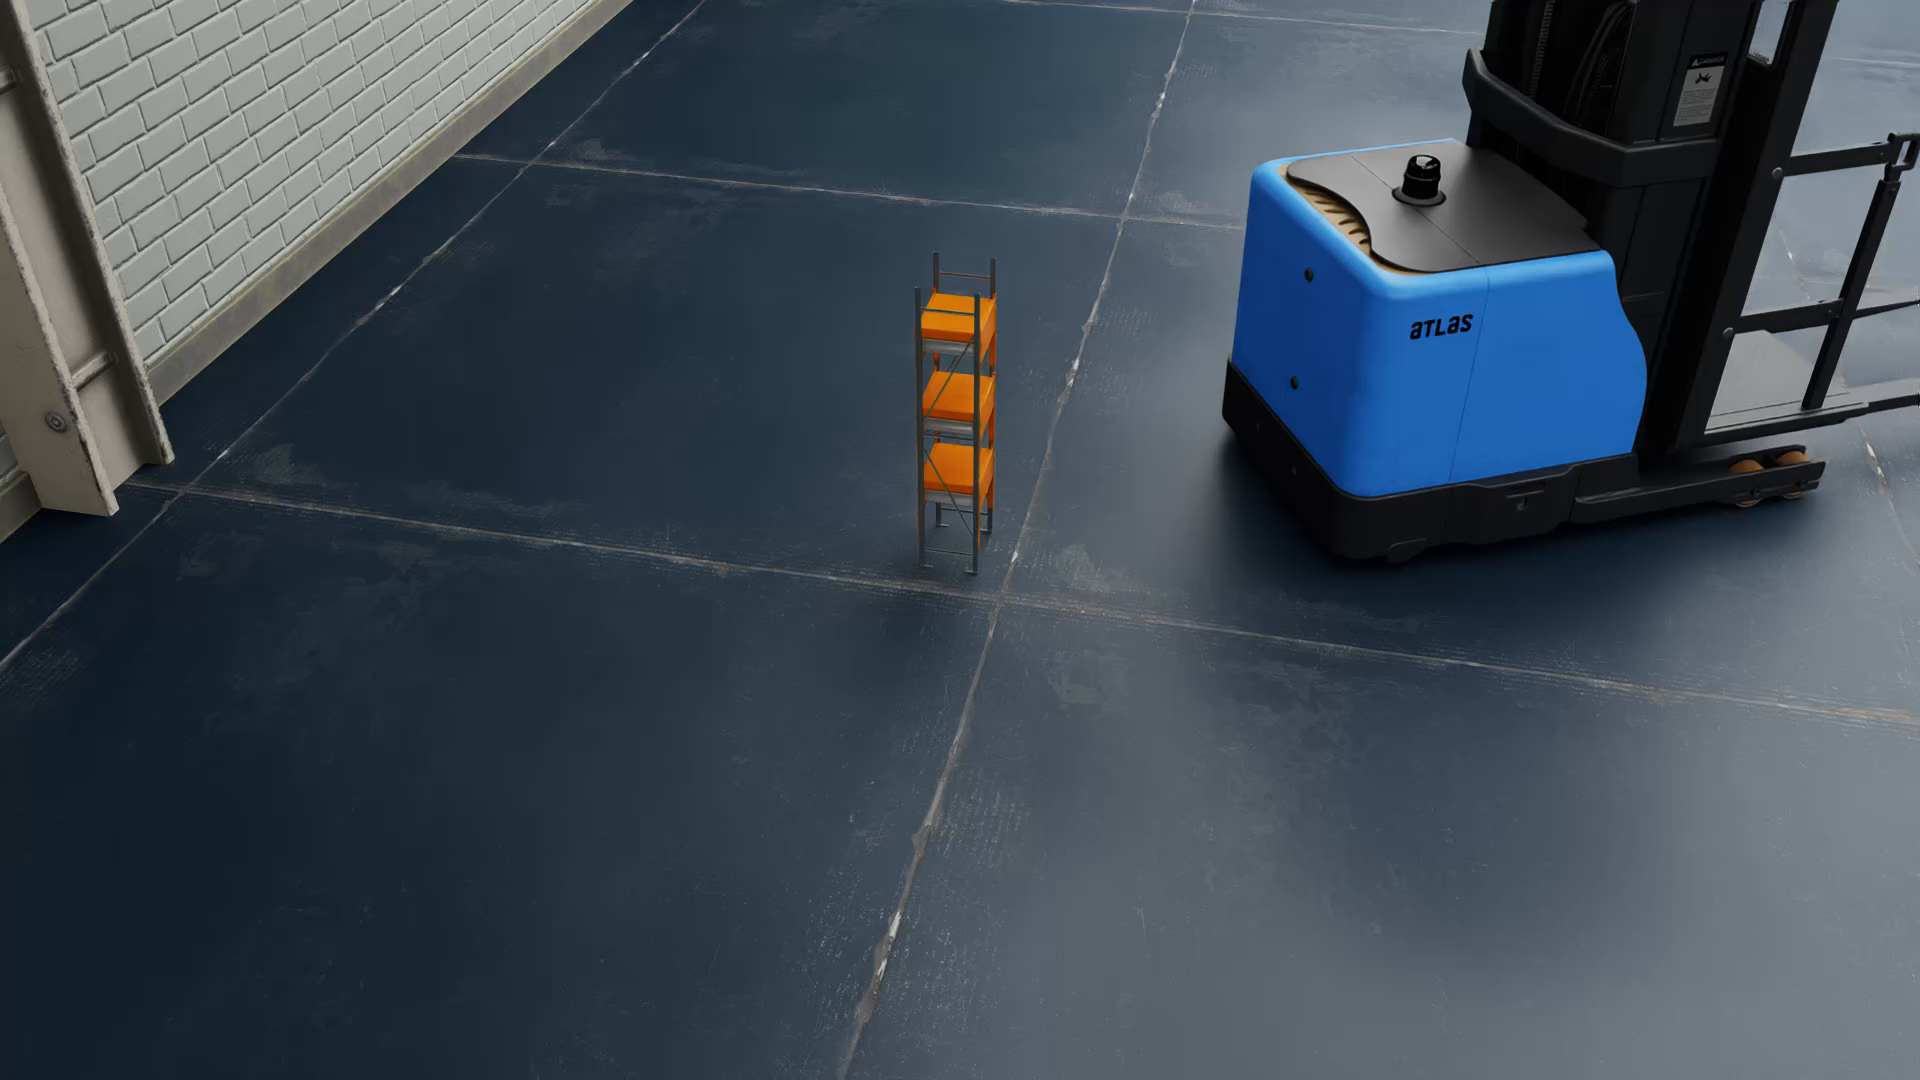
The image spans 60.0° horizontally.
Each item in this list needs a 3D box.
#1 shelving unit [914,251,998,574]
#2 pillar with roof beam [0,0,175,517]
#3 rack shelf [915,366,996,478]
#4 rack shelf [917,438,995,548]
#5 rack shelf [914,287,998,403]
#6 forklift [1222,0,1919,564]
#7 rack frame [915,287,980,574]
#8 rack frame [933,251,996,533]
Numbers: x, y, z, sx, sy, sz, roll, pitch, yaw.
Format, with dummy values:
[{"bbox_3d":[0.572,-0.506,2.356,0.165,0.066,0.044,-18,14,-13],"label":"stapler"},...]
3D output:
[{"bbox_3d":[-0.011,-0.394,5.400,0.215,1.050,0.252,7,37,10],"label":"shelving unit"},{"bbox_3d":[1.101,-3.319,2.662,9.100,9.000,0.400,7,37,10],"label":"pillar with roof beam"},{"bbox_3d":[-0.011,-0.386,5.406,0.215,0.259,0.240,7,37,10],"label":"rack shelf"},{"bbox_3d":[-0.011,-0.161,5.569,0.215,0.259,0.240,7,37,10],"label":"rack shelf"},{"bbox_3d":[-0.011,-0.616,5.239,0.215,0.259,0.240,7,37,10],"label":"rack shelf"},{"bbox_3d":[2.564,-1.592,5.449,3.031,2.935,1.130,-10,37,-13],"label":"forklift"},{"bbox_3d":[-0.037,-0.324,5.303,0.200,1.050,0.008,7,37,10],"label":"rack frame"},{"bbox_3d":[0.015,-0.464,5.496,0.200,1.050,0.008,7,37,10],"label":"rack frame"}]
